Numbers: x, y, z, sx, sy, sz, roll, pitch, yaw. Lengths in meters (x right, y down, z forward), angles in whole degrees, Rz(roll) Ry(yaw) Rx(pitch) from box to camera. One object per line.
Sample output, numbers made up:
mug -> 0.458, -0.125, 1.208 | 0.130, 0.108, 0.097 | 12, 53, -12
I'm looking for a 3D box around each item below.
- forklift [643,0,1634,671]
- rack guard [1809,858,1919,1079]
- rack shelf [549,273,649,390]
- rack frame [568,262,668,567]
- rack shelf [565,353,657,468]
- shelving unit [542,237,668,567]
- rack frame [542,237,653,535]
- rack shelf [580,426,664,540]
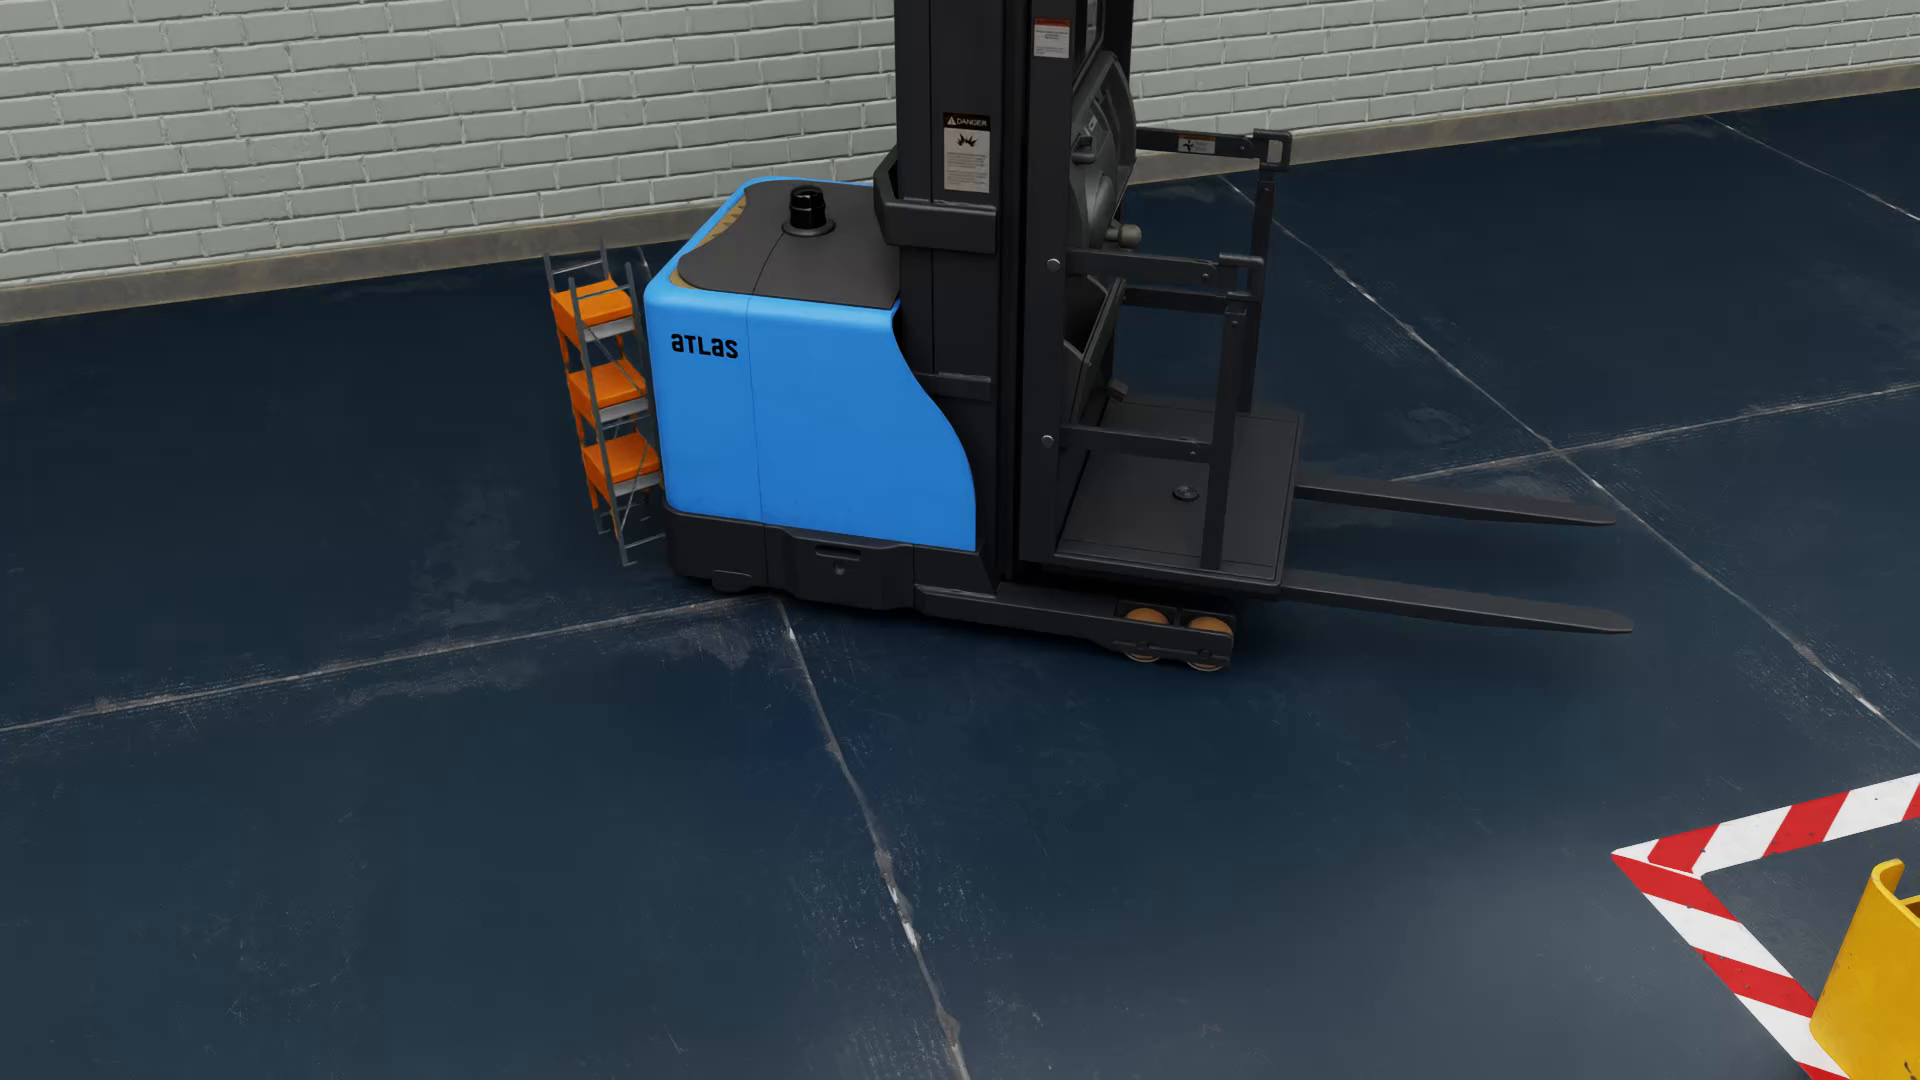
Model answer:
forklift -> 0.607, -1.141, 4.819 | 3.031, 2.935, 1.130 | 8, 34, 11
rack guard -> 2.623, 0.939, 3.876 | 1.175, 0.500, 0.348 | -10, 35, -15
rack shelf -> -1.148, -0.665, 5.294 | 0.215, 0.259, 0.240 | -20, 36, -23
rack frame -> -1.073, -0.381, 5.351 | 0.200, 1.050, 0.008 | -20, 36, -23
rack shelf -> -1.133, -0.427, 5.448 | 0.215, 0.259, 0.240 | -20, 36, -23
shelving unit -> -1.134, -0.436, 5.442 | 0.215, 1.050, 0.252 | -20, 36, -23
rack frame -> -1.195, -0.490, 5.532 | 0.200, 1.050, 0.008 | -20, 36, -23
rack shelf -> -1.119, -0.193, 5.598 | 0.215, 0.259, 0.240 | -20, 36, -23
